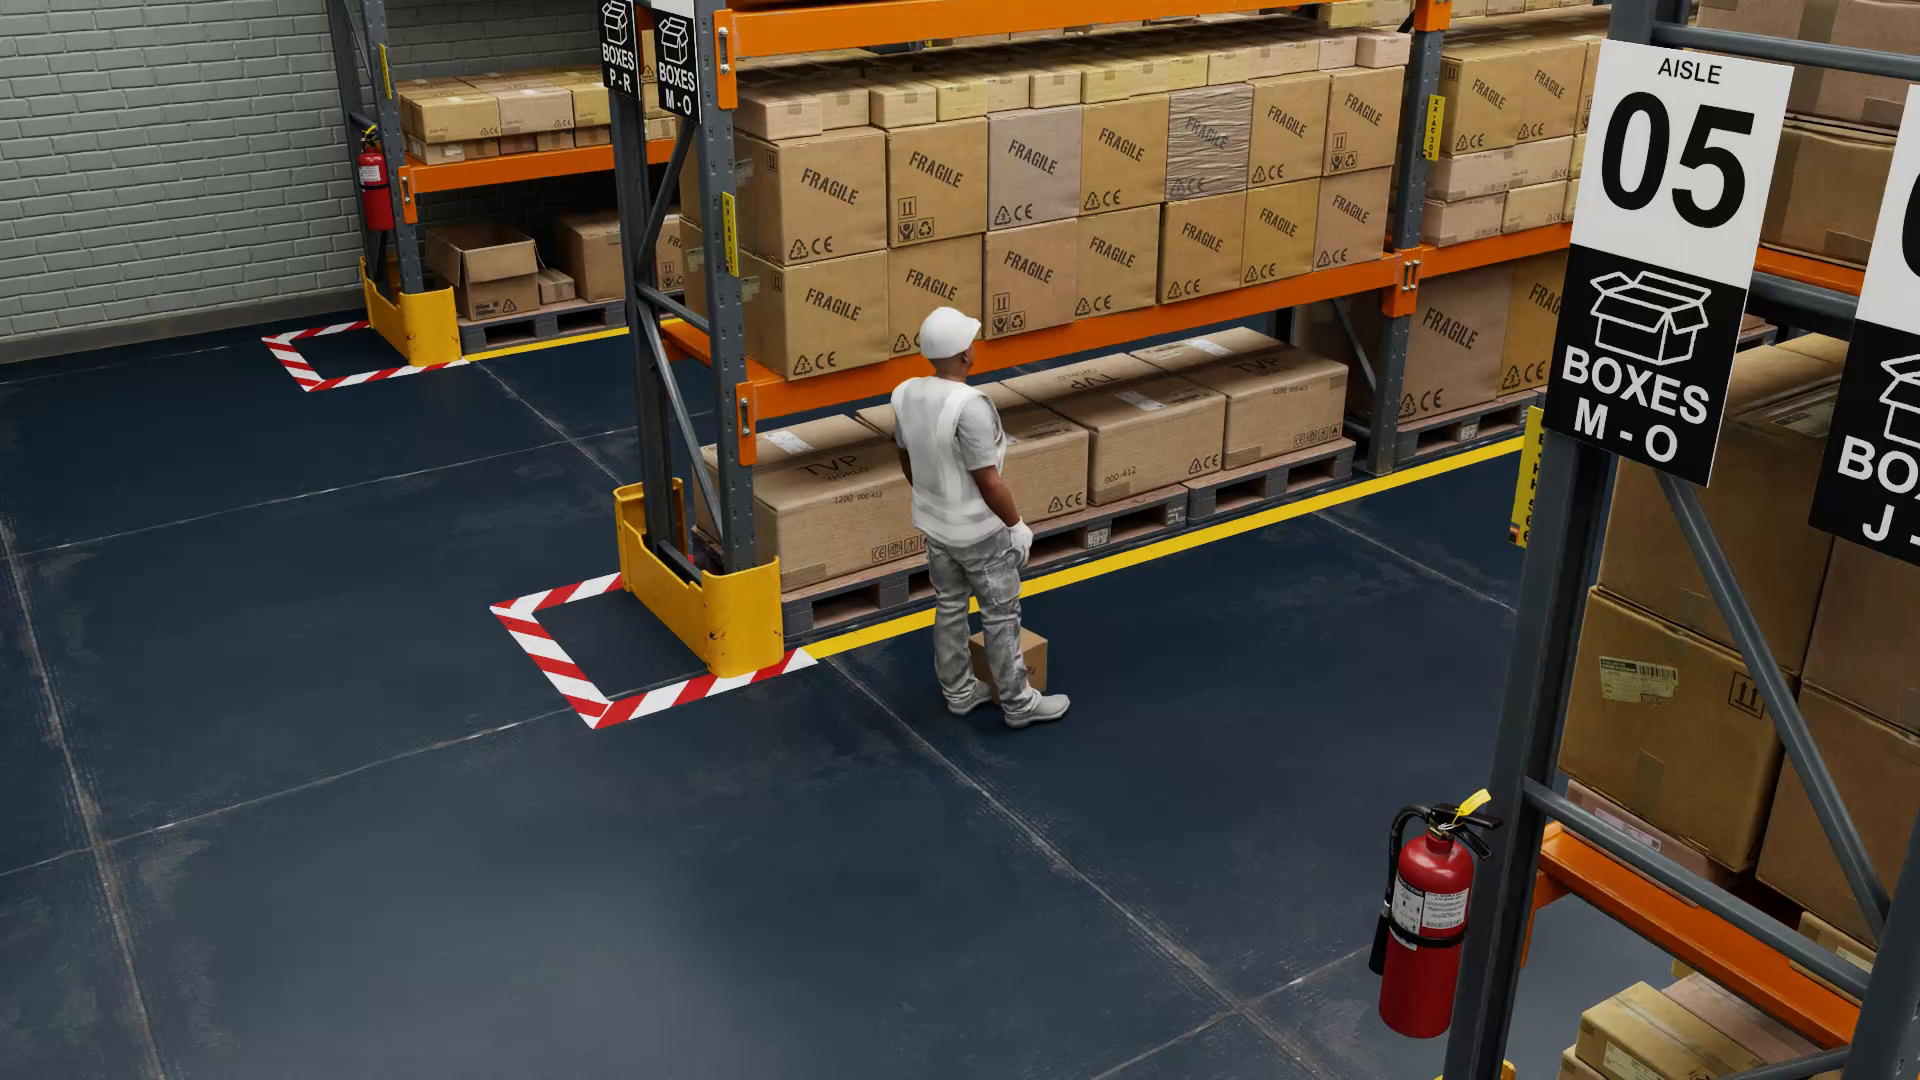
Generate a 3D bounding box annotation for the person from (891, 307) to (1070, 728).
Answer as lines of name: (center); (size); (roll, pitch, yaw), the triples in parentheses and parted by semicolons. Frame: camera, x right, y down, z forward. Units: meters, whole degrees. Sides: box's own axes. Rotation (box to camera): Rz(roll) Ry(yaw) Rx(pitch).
person: (0.074, -0.098, 6.772); (0.576, 1.783, 0.657); (-20, 31, -36)
